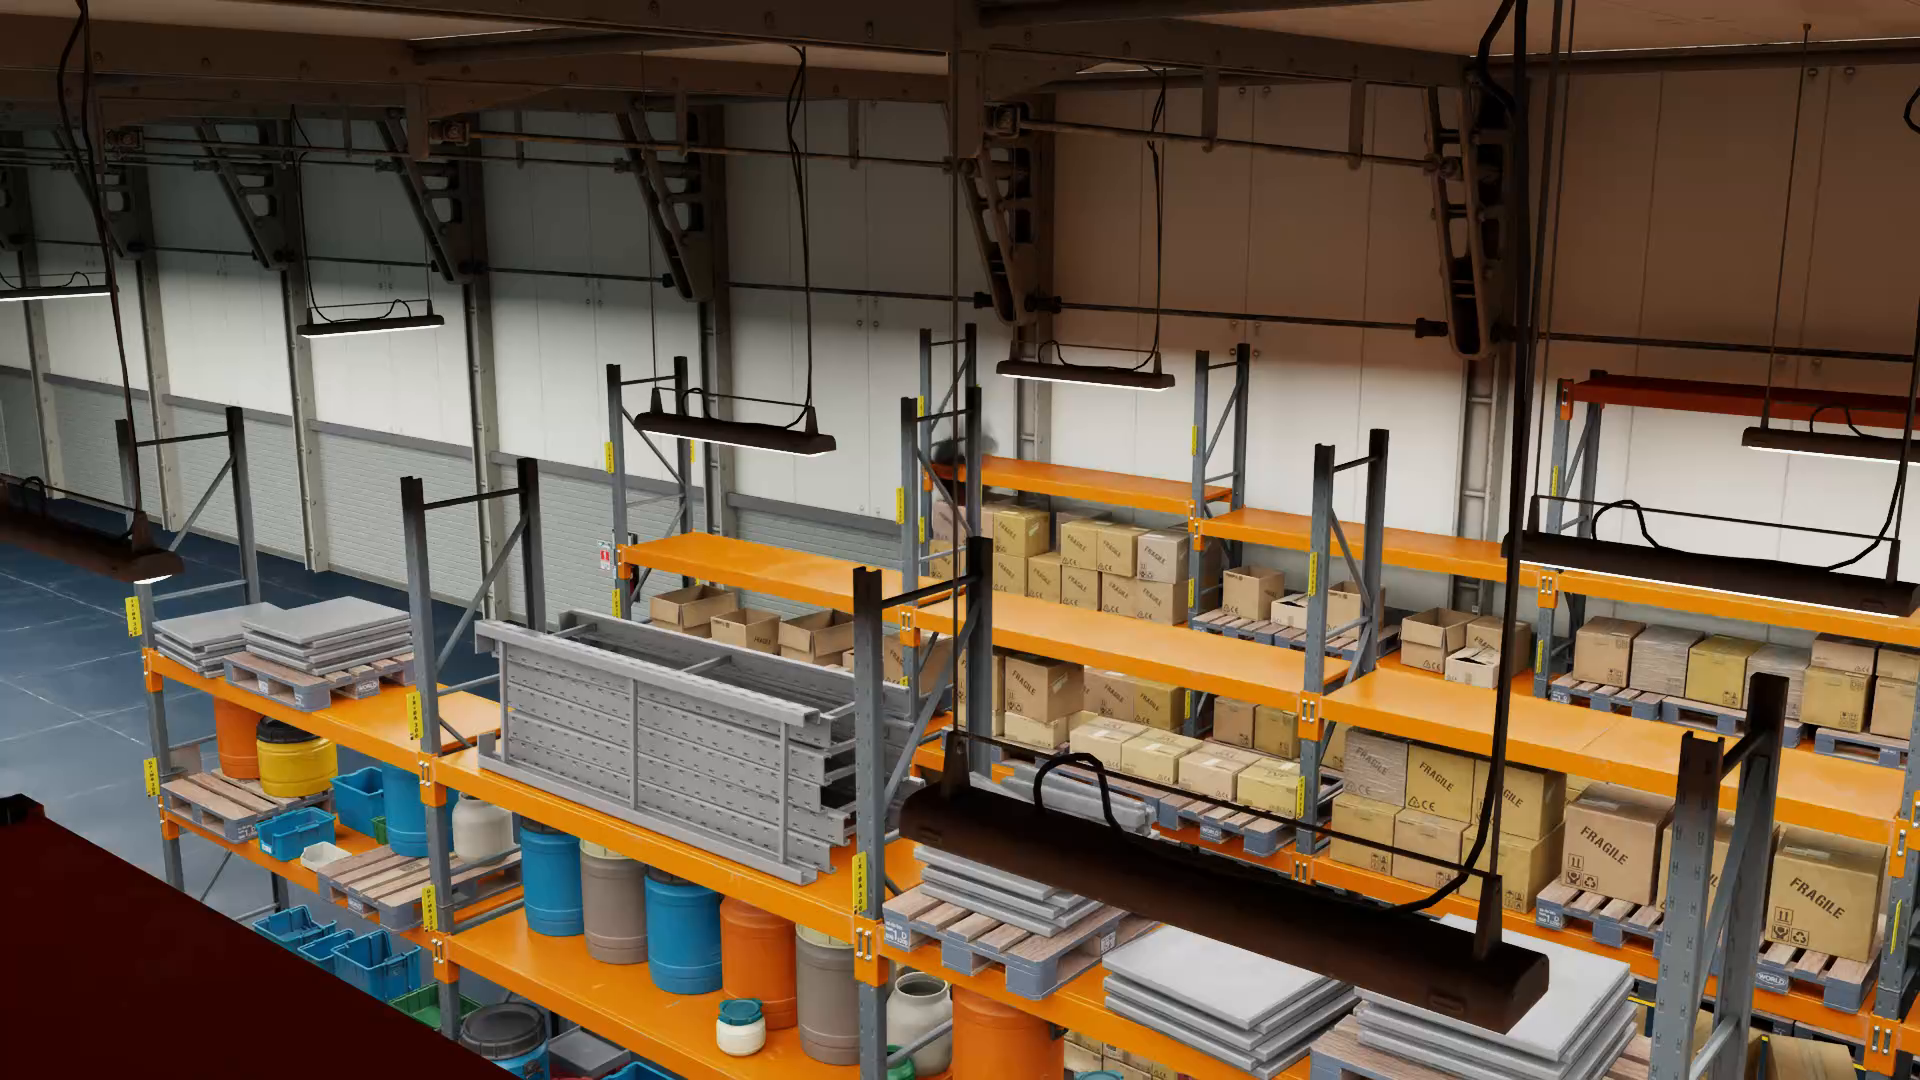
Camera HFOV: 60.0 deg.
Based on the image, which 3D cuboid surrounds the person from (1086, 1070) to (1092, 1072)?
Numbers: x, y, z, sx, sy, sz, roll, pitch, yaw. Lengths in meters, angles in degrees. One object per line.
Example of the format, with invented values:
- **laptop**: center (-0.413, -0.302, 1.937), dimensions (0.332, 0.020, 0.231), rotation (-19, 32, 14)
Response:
- **person**: center (0.959, 4.607, 12.106), dimensions (0.779, 1.610, 0.536), rotation (8, 15, 31)
